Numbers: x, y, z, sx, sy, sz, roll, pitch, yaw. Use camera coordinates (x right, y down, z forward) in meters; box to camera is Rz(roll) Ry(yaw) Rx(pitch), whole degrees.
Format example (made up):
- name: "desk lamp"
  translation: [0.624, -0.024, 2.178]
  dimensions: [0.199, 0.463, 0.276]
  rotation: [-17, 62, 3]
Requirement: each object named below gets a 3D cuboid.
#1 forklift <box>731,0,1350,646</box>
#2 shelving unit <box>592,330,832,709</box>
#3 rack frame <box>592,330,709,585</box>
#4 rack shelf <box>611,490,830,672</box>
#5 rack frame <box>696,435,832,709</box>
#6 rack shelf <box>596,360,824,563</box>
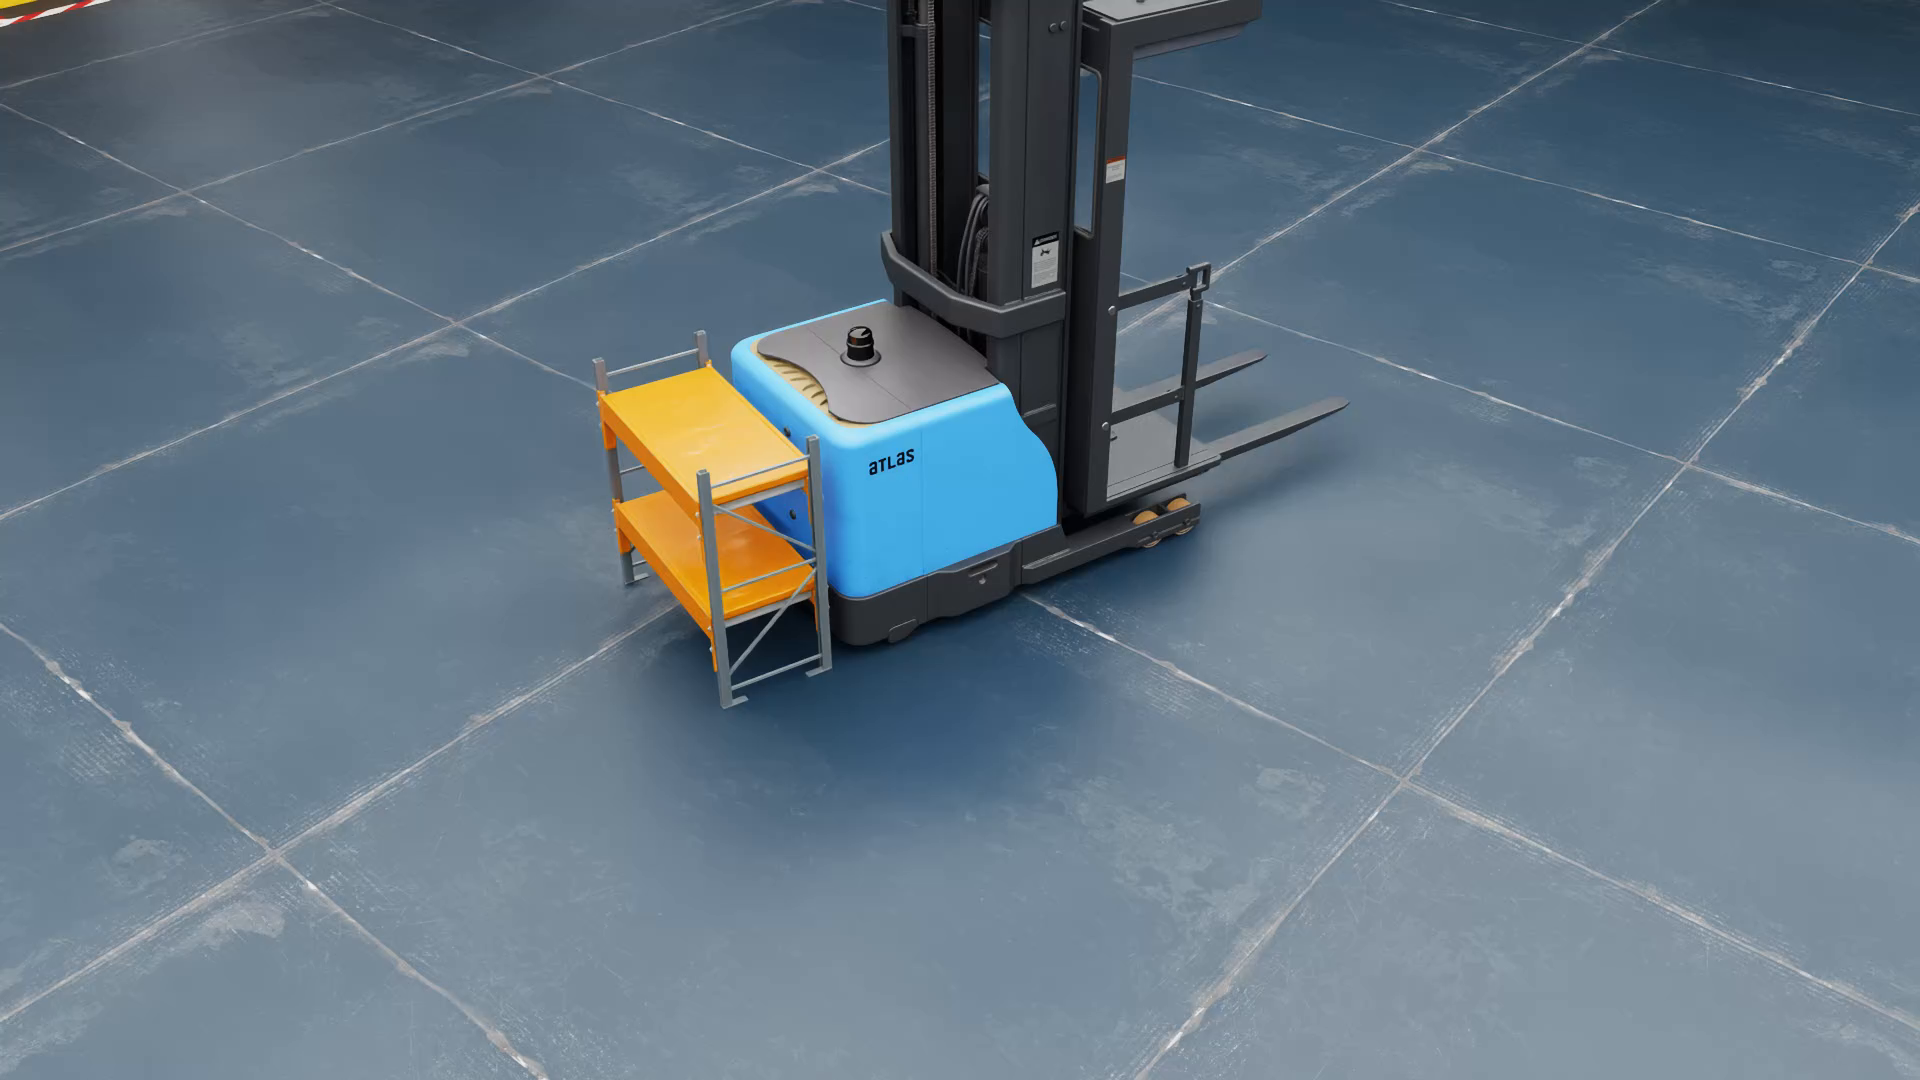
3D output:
- name: "forklift"
  translation: [0.519, -1.403, 7.204]
  dimensions: [3.031, 2.935, 1.130]
  rotation: [-21, 39, -27]
- name: "shelving unit"
  translation: [-1.025, -0.101, 6.904]
  dimensions: [0.538, 1.125, 1.048]
  rotation: [-19, 39, -26]
- name: "rack frame"
  translation: [-1.294, -0.345, 7.259]
  dimensions: [0.500, 1.125, 0.032]
  rotation: [-19, 39, -26]
- name: "rack shelf"
  translation: [-1.025, 0.100, 7.043]
  dimensions: [0.538, 0.278, 1.000]
  rotation: [-19, 39, -26]
- name: "rack frame"
  translation: [-0.755, 0.143, 6.549]
  dimensions: [0.500, 1.125, 0.032]
  rotation: [-19, 39, -26]
- name: "rack shelf"
  translation: [-1.025, -0.343, 6.738]
  dimensions: [0.538, 0.278, 1.000]
  rotation: [-19, 39, -26]
